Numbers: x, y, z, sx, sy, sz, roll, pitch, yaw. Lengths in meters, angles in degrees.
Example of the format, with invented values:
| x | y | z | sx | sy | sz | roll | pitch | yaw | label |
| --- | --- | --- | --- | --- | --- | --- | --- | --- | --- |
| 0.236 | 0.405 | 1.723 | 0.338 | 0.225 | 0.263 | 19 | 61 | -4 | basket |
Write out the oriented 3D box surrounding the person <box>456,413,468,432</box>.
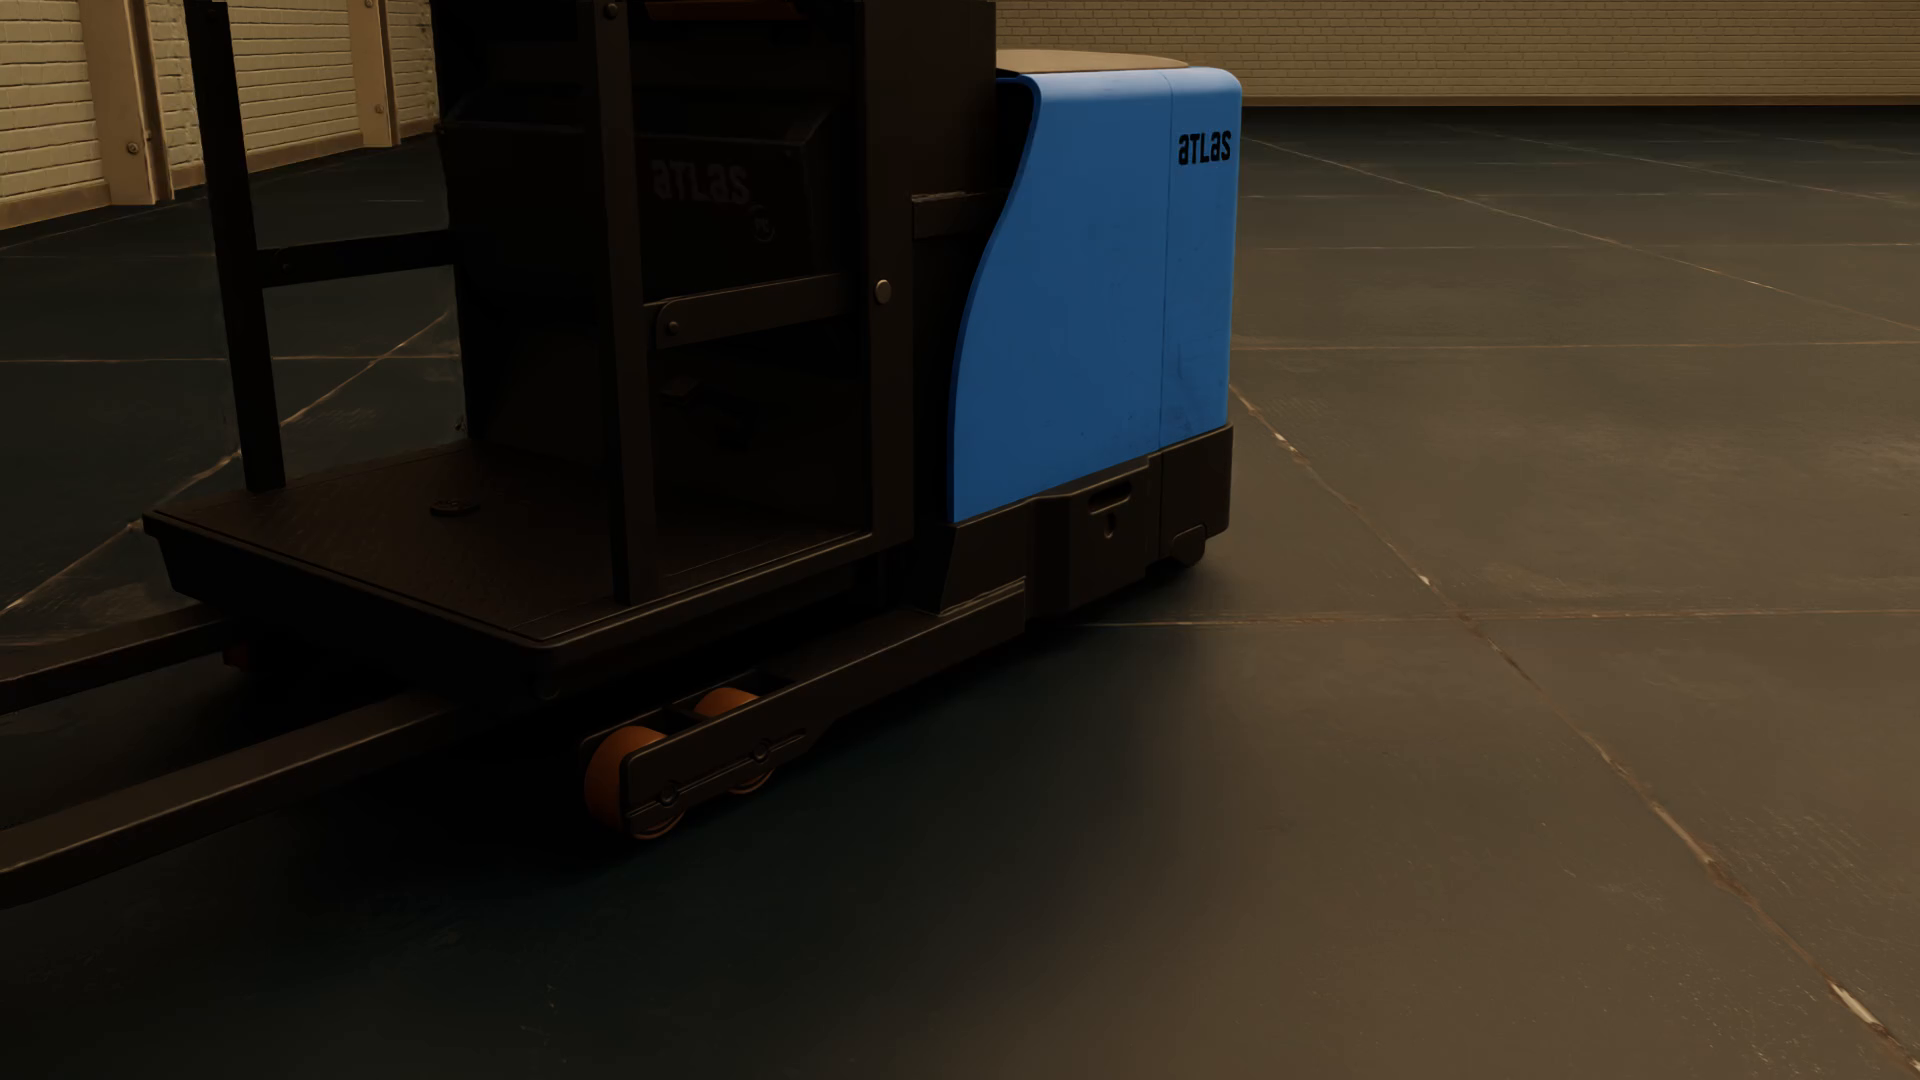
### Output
| x | y | z | sx | sy | sz | roll | pitch | yaw | label |
| --- | --- | --- | --- | --- | --- | --- | --- | --- | --- |
| -0.959 | -0.920 | 4.485 | 1.016 | 1.425 | 0.727 | 6 | 18 | 19 | person |

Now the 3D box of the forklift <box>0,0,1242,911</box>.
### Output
| x | y | z | sx | sy | sz | roll | pitch | yaw | label |
| --- | --- | --- | --- | --- | --- | --- | --- | --- | --- |
| -0.693 | -1.120 | 2.570 | 1.130 | 2.935 | 3.031 | 13 | 21 | 36 | forklift |
